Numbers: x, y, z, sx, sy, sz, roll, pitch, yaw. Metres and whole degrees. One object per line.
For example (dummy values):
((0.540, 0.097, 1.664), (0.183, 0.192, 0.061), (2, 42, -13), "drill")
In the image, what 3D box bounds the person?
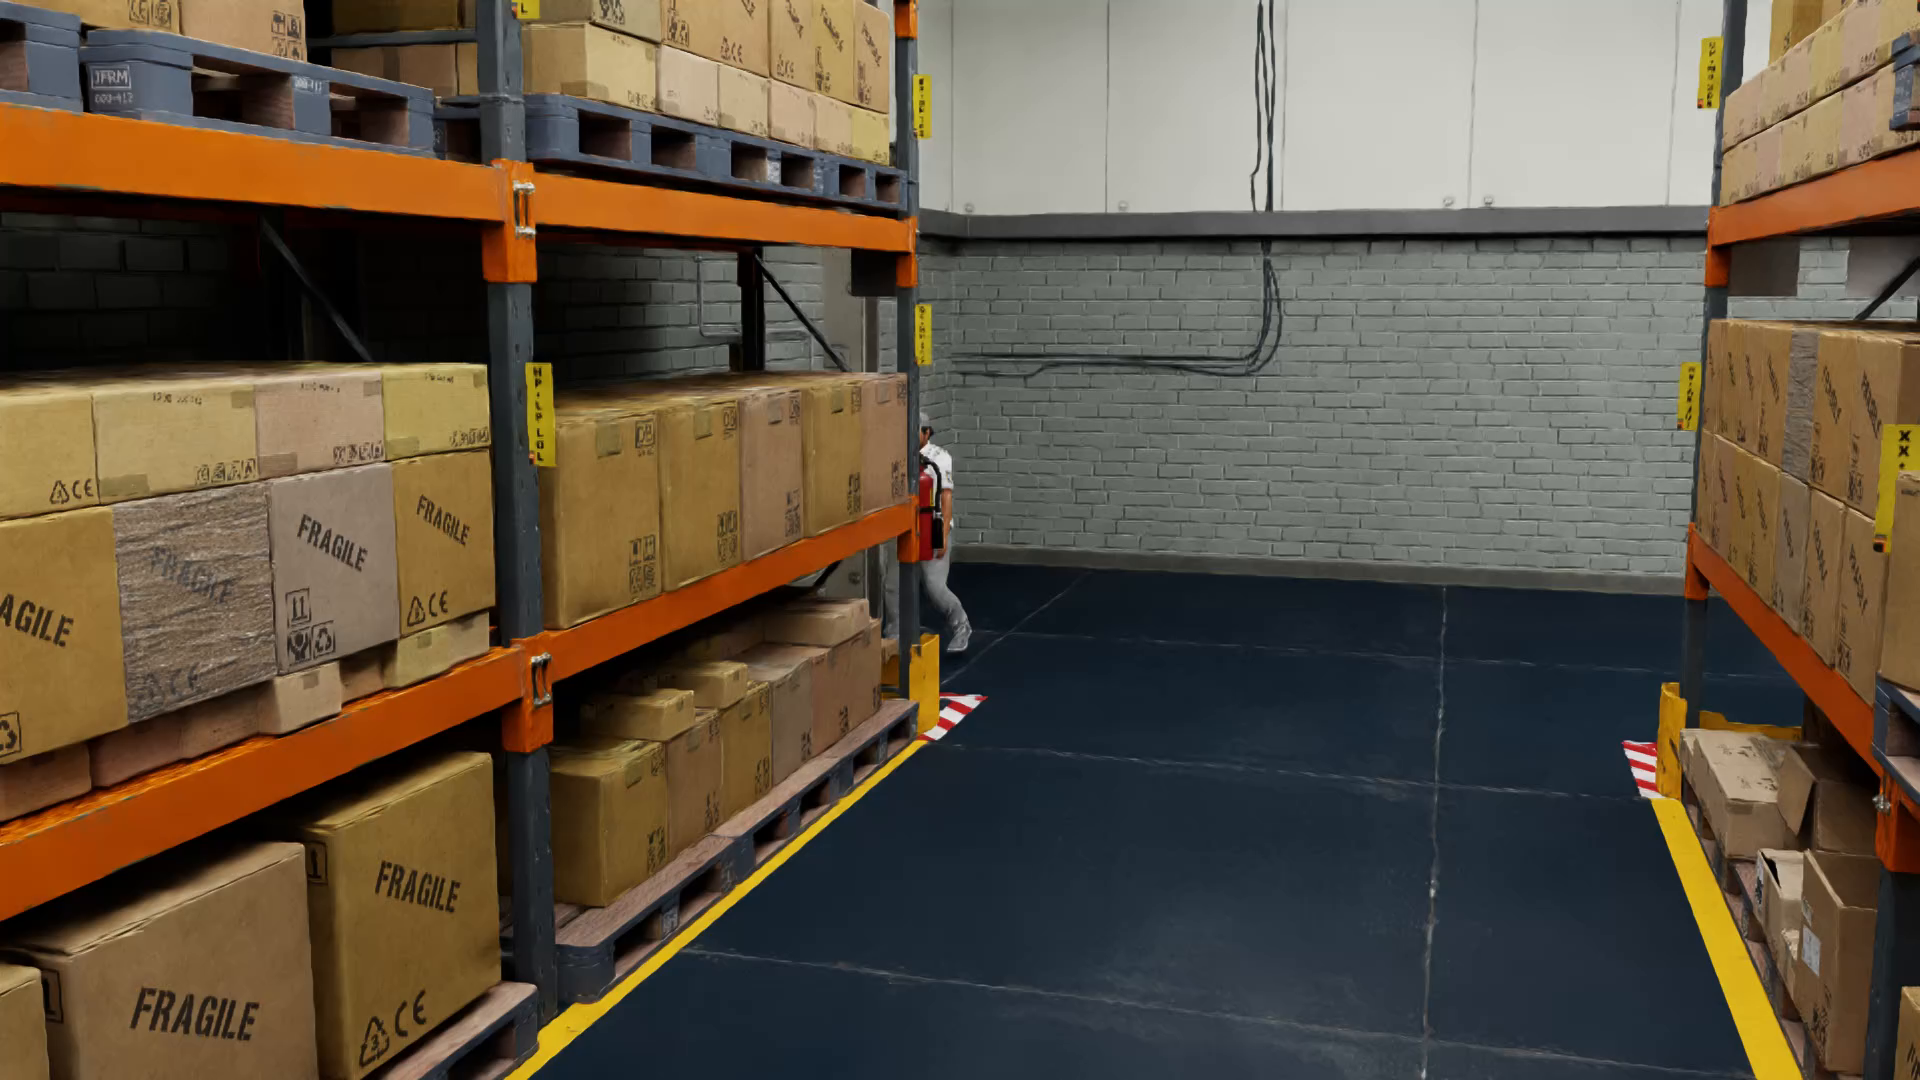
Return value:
((-0.280, -0.032, 10.948), (0.506, 1.649, 0.736), (5, 10, 33), "person")
